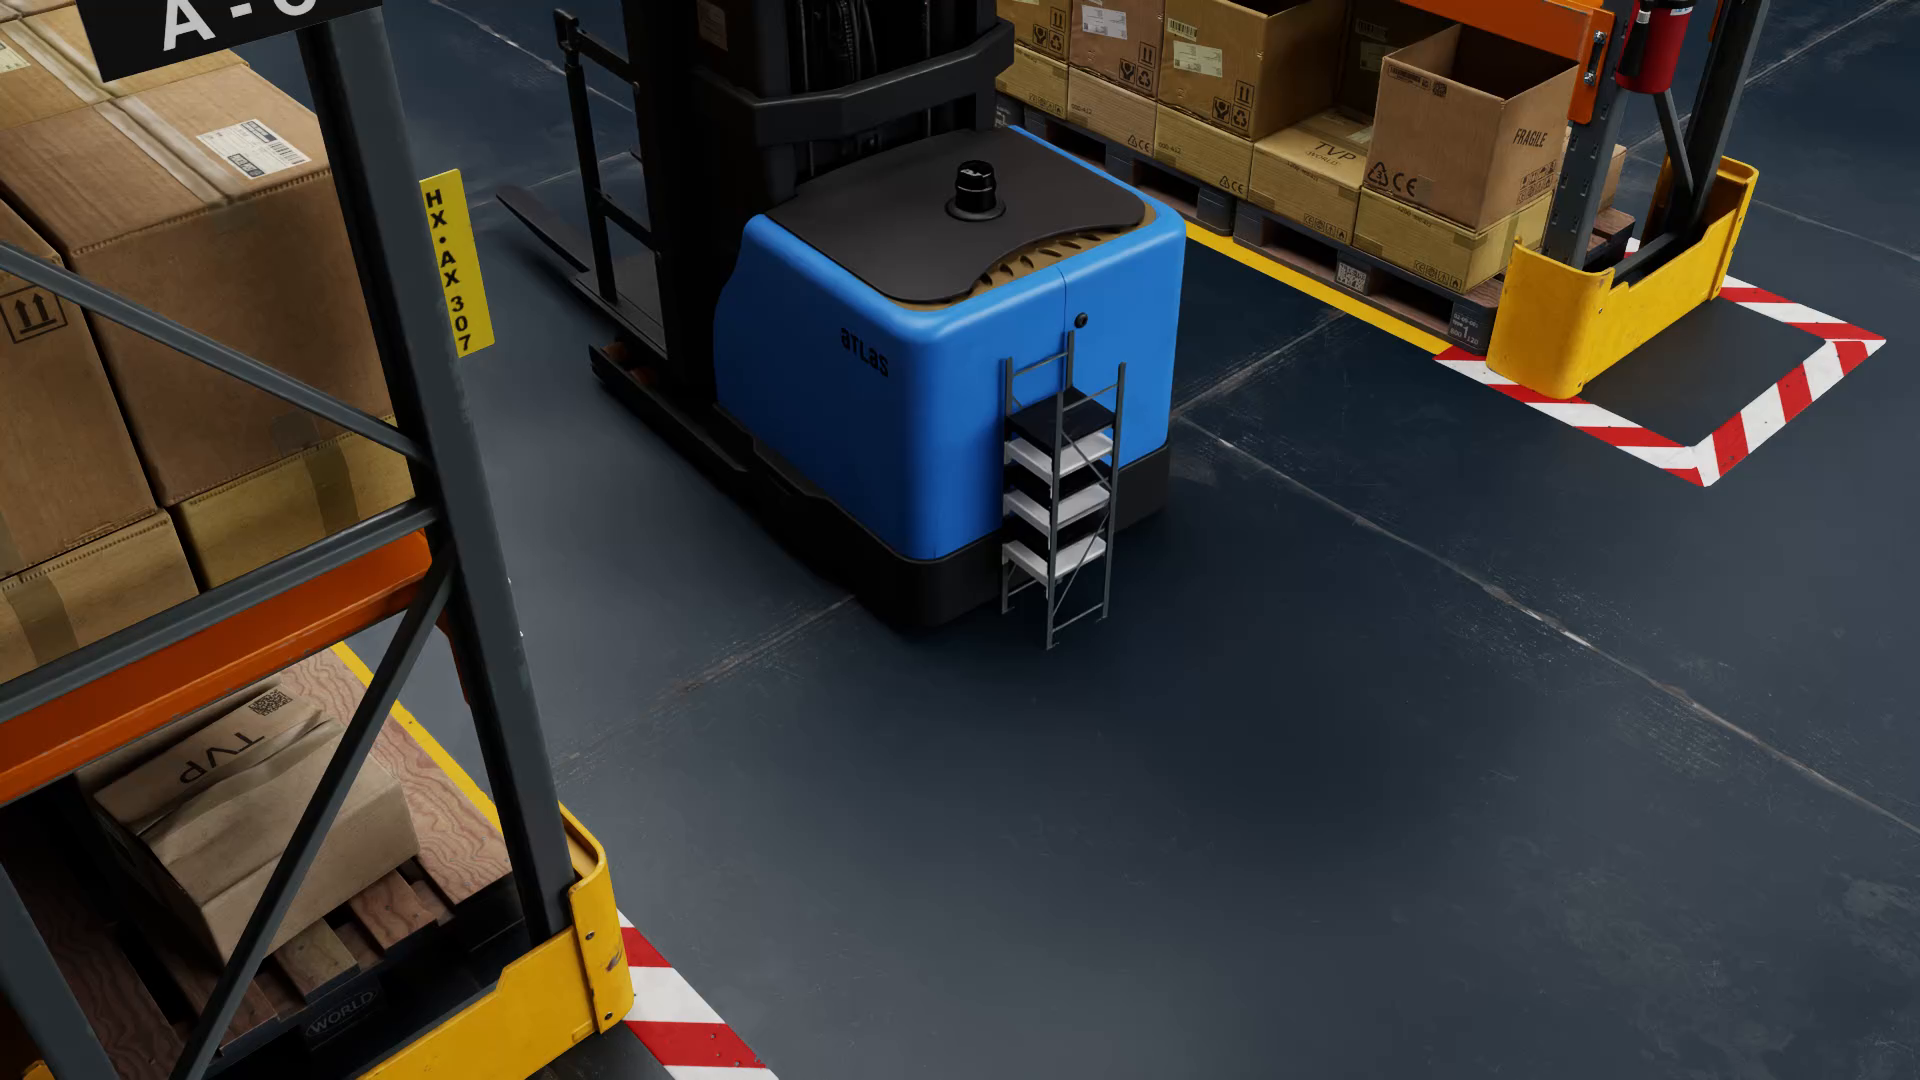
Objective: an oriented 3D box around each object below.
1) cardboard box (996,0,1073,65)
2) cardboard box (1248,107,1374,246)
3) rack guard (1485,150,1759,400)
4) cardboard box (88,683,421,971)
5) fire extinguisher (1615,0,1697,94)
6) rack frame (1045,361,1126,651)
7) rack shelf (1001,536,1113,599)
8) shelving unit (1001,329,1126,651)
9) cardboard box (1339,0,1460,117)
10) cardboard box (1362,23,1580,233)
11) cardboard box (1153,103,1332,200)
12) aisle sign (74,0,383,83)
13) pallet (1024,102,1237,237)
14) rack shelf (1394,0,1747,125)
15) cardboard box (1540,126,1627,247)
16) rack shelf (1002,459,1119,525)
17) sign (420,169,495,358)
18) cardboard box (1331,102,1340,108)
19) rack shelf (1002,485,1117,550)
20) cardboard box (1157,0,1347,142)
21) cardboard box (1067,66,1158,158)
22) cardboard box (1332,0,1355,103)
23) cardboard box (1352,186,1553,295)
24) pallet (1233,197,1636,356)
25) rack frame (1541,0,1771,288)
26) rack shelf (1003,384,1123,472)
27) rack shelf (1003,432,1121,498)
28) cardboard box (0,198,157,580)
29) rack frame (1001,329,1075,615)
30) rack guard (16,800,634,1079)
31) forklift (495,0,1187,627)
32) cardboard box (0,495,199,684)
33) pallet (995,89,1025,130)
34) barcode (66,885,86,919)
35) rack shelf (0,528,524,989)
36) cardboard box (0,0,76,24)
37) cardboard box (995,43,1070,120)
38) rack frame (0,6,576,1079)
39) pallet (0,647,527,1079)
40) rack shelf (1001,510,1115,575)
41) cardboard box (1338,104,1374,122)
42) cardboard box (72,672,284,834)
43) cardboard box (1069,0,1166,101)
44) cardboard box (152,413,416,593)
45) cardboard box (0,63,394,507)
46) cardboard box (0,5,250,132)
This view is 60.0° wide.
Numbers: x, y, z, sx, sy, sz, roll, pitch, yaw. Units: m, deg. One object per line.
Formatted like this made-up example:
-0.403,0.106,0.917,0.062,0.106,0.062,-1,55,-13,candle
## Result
0.466,-2.409,7.103,0.500,0.500,0.500,-30,48,-32,cardboard box
1.484,-1.426,6.482,0.500,0.250,0.500,-30,48,-32,cardboard box
2.428,-1.000,6.090,1.175,0.500,0.348,-30,48,-32,rack guard
-1.636,0.640,3.860,0.500,0.311,0.500,29,47,31,cardboard box
2.149,-1.701,5.030,0.296,0.674,0.183,-30,48,-32,fire extinguisher
0.344,-0.075,4.626,0.240,0.900,0.006,-27,46,-29,rack frame
0.280,0.041,4.822,0.258,0.077,0.200,-27,46,-29,rack shelf
0.280,-0.125,4.688,0.258,0.900,0.210,-27,46,-29,shelving unit
1.873,-1.942,6.524,0.500,0.500,0.500,-30,48,-32,cardboard box
1.830,-1.490,5.965,0.500,0.500,0.500,-30,48,-32,cardboard box
1.145,-1.656,6.768,0.500,0.250,0.500,-30,48,-32,cardboard box
-0.965,-0.982,2.009,0.394,0.787,0.004,-30,48,-32,aisle sign
1.043,-1.799,7.309,1.003,0.211,1.213,-30,48,-32,pallet
1.059,-2.629,6.690,1.077,0.370,4.000,-30,48,-32,rack shelf
2.213,-1.420,6.475,0.500,0.250,0.500,-30,48,-32,cardboard box
0.280,-0.169,4.653,0.258,0.077,0.200,-27,46,-29,rack shelf
-0.835,-0.444,2.723,0.100,0.325,0.005,-30,48,-32,sign
1.534,-1.881,7.046,0.500,0.250,0.500,-30,48,-32,cardboard box
0.280,-0.099,4.709,0.258,0.077,0.200,-27,46,-29,rack shelf
1.143,-1.947,6.531,0.500,0.500,0.500,-30,48,-32,cardboard box
0.808,-1.889,7.055,0.500,0.250,0.500,-30,48,-32,cardboard box
1.526,-2.168,6.804,0.500,0.500,0.500,-30,48,-32,cardboard box
1.831,-1.200,6.202,0.500,0.250,0.500,-30,48,-32,cardboard box
1.864,-1.235,6.610,1.003,0.211,1.213,-30,48,-32,pallet
2.412,-1.983,5.318,1.000,3.000,0.127,-30,48,-32,rack frame
0.280,-0.309,4.540,0.258,0.077,0.200,-27,46,-29,rack shelf
0.280,-0.239,4.596,0.258,0.077,0.200,-27,46,-29,rack shelf
-1.710,-0.245,2.673,0.500,0.500,0.500,-31,48,-32,cardboard box
0.217,-0.175,4.750,0.240,0.900,0.006,-27,46,-29,rack frame
-1.286,1.061,3.539,1.175,0.500,0.348,-30,48,-32,rack guard
-0.652,-1.754,5.089,1.130,2.935,3.031,-27,46,-29,forklift
-1.694,0.040,2.916,0.500,0.250,0.500,-29,47,-31,cardboard box
0.213,-2.364,8.009,1.003,0.211,1.213,-30,48,-32,pallet
-1.943,0.798,3.657,0.001,0.075,0.075,-30,48,-32,barcode
-2.587,-0.522,4.082,1.077,0.370,4.000,-30,48,-32,rack shelf
-2.008,-0.941,3.534,0.500,0.500,0.500,-32,49,-33,cardboard box
0.465,-2.117,7.339,0.500,0.250,0.500,-30,48,-32,cardboard box
-1.235,0.124,2.710,1.000,3.000,0.127,-30,48,-32,rack frame
-1.809,0.782,4.113,1.003,0.211,1.213,-30,48,-32,pallet
0.280,-0.029,4.766,0.258,0.077,0.200,-27,46,-29,rack shelf
1.872,-1.649,6.759,0.500,0.250,0.500,-30,48,-32,cardboard box
-2.022,0.376,4.187,0.500,0.311,0.500,-26,46,-28,cardboard box
0.805,-2.179,6.818,0.500,0.500,0.500,-30,48,-32,cardboard box
-1.331,-0.187,3.197,0.500,0.250,0.500,-31,48,-33,cardboard box
-1.336,-0.466,2.947,0.500,0.500,0.500,-30,48,-32,cardboard box
-1.663,-0.699,3.235,0.500,0.500,0.500,-30,48,-32,cardboard box
